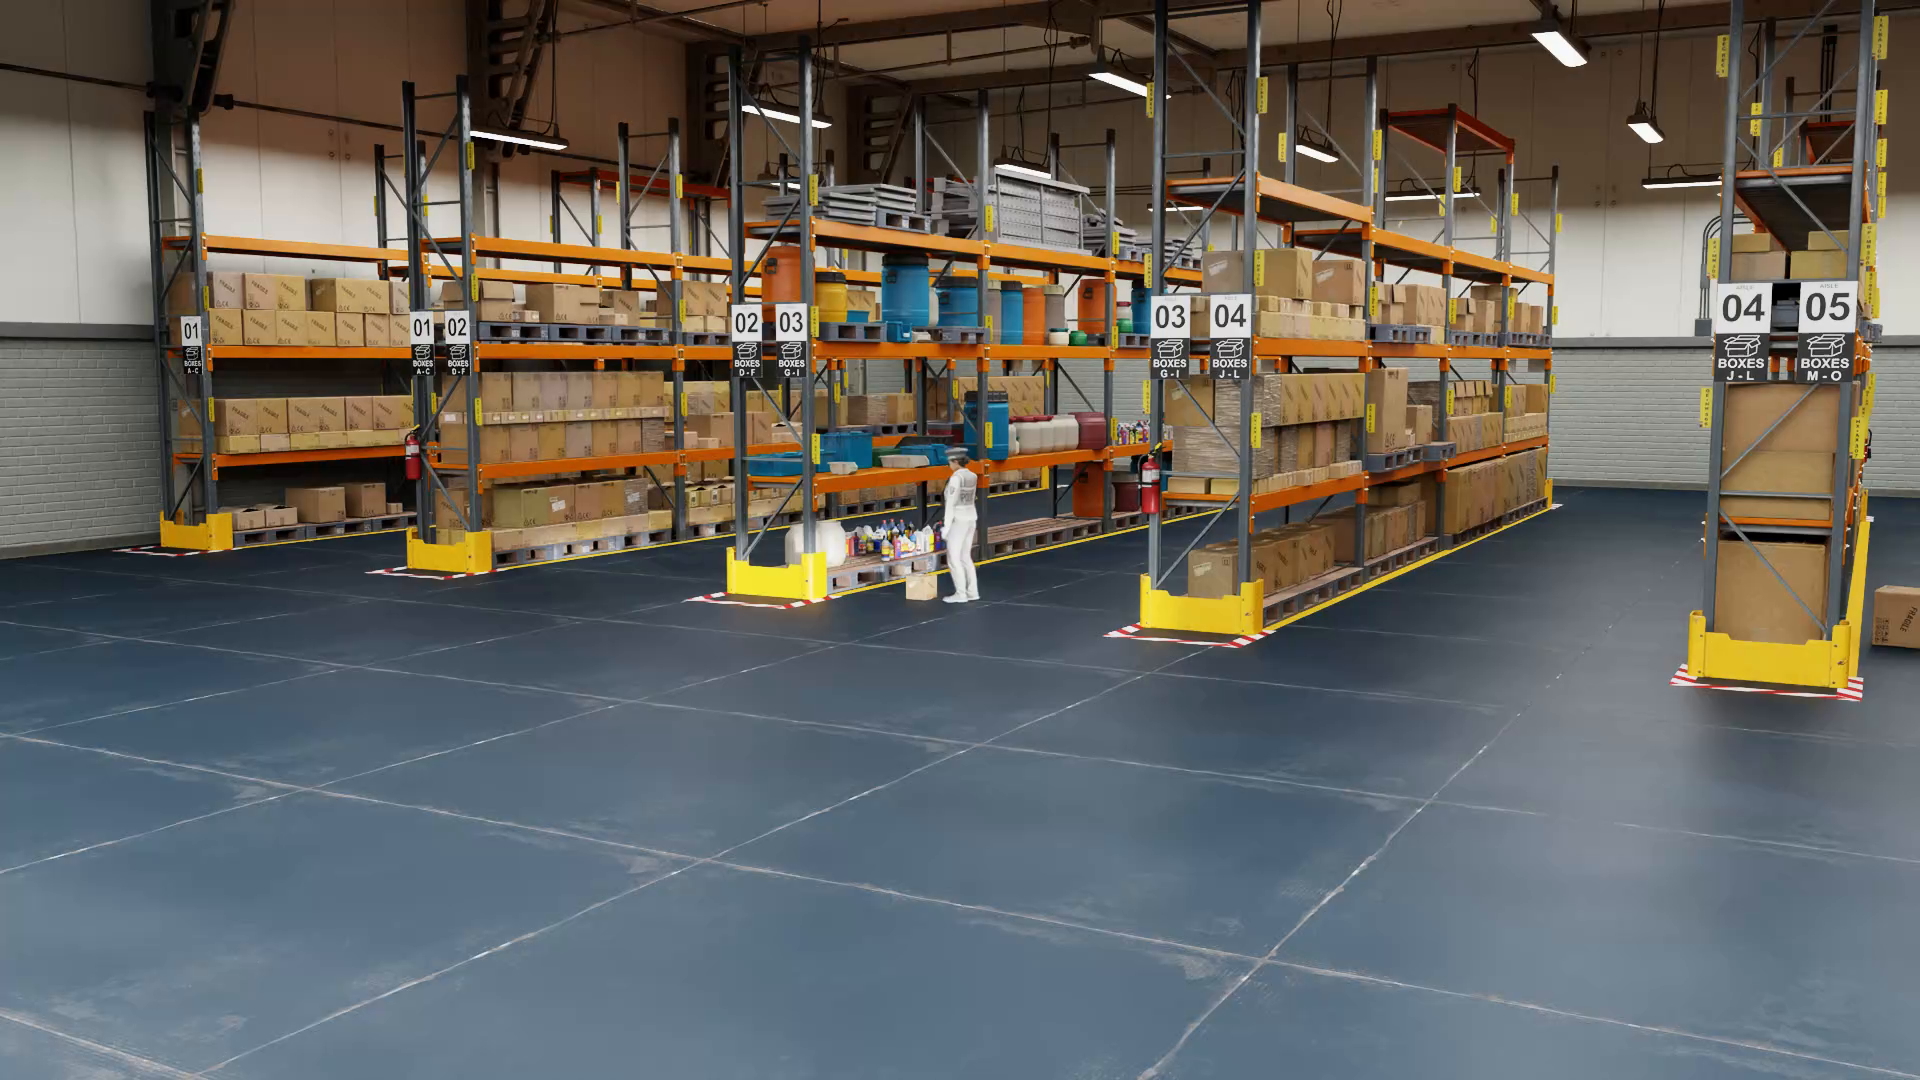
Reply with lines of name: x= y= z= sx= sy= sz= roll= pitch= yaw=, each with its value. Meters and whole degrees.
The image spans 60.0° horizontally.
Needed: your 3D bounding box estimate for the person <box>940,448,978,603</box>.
person: x=-0.008 y=-0.155 z=17.887 sx=0.321 sy=1.661 sz=0.475 roll=3 pitch=7 yaw=30
